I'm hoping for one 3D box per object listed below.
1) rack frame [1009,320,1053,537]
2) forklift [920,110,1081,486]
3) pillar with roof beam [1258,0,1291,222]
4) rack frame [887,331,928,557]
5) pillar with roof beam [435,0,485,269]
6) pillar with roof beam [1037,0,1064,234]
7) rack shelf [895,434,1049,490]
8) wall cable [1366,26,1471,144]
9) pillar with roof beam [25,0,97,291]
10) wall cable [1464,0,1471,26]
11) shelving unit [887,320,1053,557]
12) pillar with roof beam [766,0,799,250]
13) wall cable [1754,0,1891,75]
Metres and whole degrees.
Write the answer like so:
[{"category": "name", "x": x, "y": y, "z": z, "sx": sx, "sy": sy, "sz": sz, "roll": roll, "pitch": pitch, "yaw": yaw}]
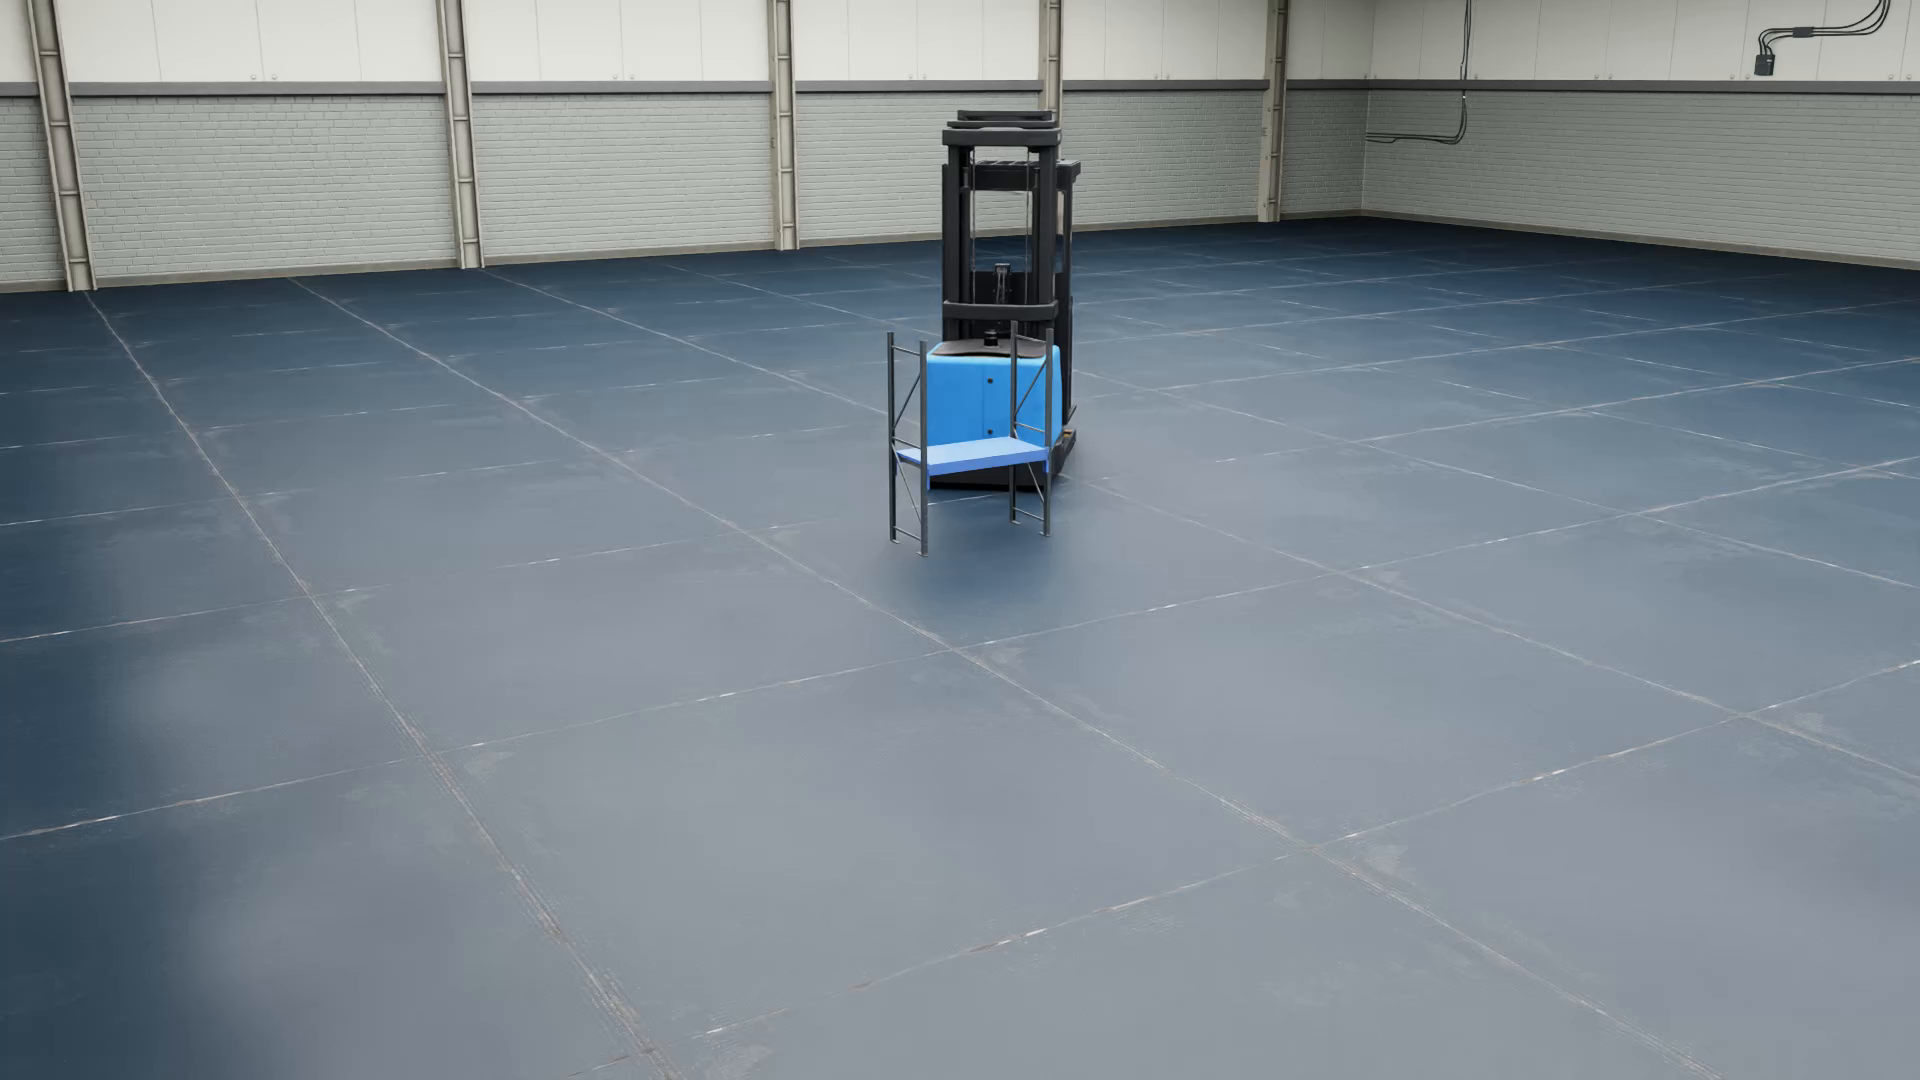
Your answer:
[{"category": "rack frame", "x": 0.509, "y": -0.805, "z": 12.002, "sx": 0.032, "sy": 1.500, "sz": 0.500, "roll": -9, "pitch": 18, "yaw": -30}, {"category": "forklift", "x": 0.433, "y": -2.189, "z": 14.289, "sx": 1.130, "sy": 2.935, "sz": 3.031, "roll": 3, "pitch": 16, "yaw": 9}, {"category": "pillar with roof beam", "x": 9.199, "y": -10.552, "z": 32.880, "sx": 0.400, "sy": 9.000, "sz": 9.100, "roll": -9, "pitch": 18, "yaw": -30}, {"category": "rack frame", "x": -0.363, "y": -0.663, "z": 11.498, "sx": 0.032, "sy": 1.500, "sz": 0.500, "roll": -9, "pitch": 18, "yaw": -30}, {"category": "pillar with roof beam", "x": -6.230, "y": -8.050, "z": 23.954, "sx": 0.400, "sy": 9.000, "sz": 9.100, "roll": -9, "pitch": 18, "yaw": -30}, {"category": "pillar with roof beam", "x": 4.056, "y": -9.718, "z": 29.905, "sx": 0.400, "sy": 9.000, "sz": 9.100, "roll": -9, "pitch": 18, "yaw": -30}, {"category": "rack shelf", "x": 0.073, "y": -0.561, "z": 11.798, "sx": 1.000, "sy": 0.185, "sz": 0.538, "roll": -9, "pitch": 18, "yaw": -30}, {"category": "wall cable", "x": 10.188, "y": -10.156, "z": 37.222, "sx": 0.112, "sy": 2.526, "sz": 3.097, "roll": -9, "pitch": 18, "yaw": -30}, {"category": "pillar with roof beam", "x": -11.374, "y": -7.216, "z": 20.979, "sx": 0.400, "sy": 9.000, "sz": 9.100, "roll": -9, "pitch": 18, "yaw": -30}, {"category": "wall cable", "x": 11.581, "y": -11.962, "z": 34.307, "sx": 0.112, "sy": 2.526, "sz": 3.097, "roll": -9, "pitch": 18, "yaw": -30}, {"category": "shelving unit", "x": 0.073, "y": -0.734, "z": 11.750, "sx": 1.048, "sy": 1.500, "sz": 0.538, "roll": -9, "pitch": 18, "yaw": -30}, {"category": "pillar with roof beam", "x": -1.087, "y": -8.884, "z": 26.930, "sx": 0.400, "sy": 9.000, "sz": 9.100, "roll": -9, "pitch": 18, "yaw": -30}, {"category": "wall cable", "x": 15.064, "y": -11.090, "z": 28.500, "sx": 0.169, "sy": 6.003, "sz": 2.305, "roll": -9, "pitch": 18, "yaw": -30}]
